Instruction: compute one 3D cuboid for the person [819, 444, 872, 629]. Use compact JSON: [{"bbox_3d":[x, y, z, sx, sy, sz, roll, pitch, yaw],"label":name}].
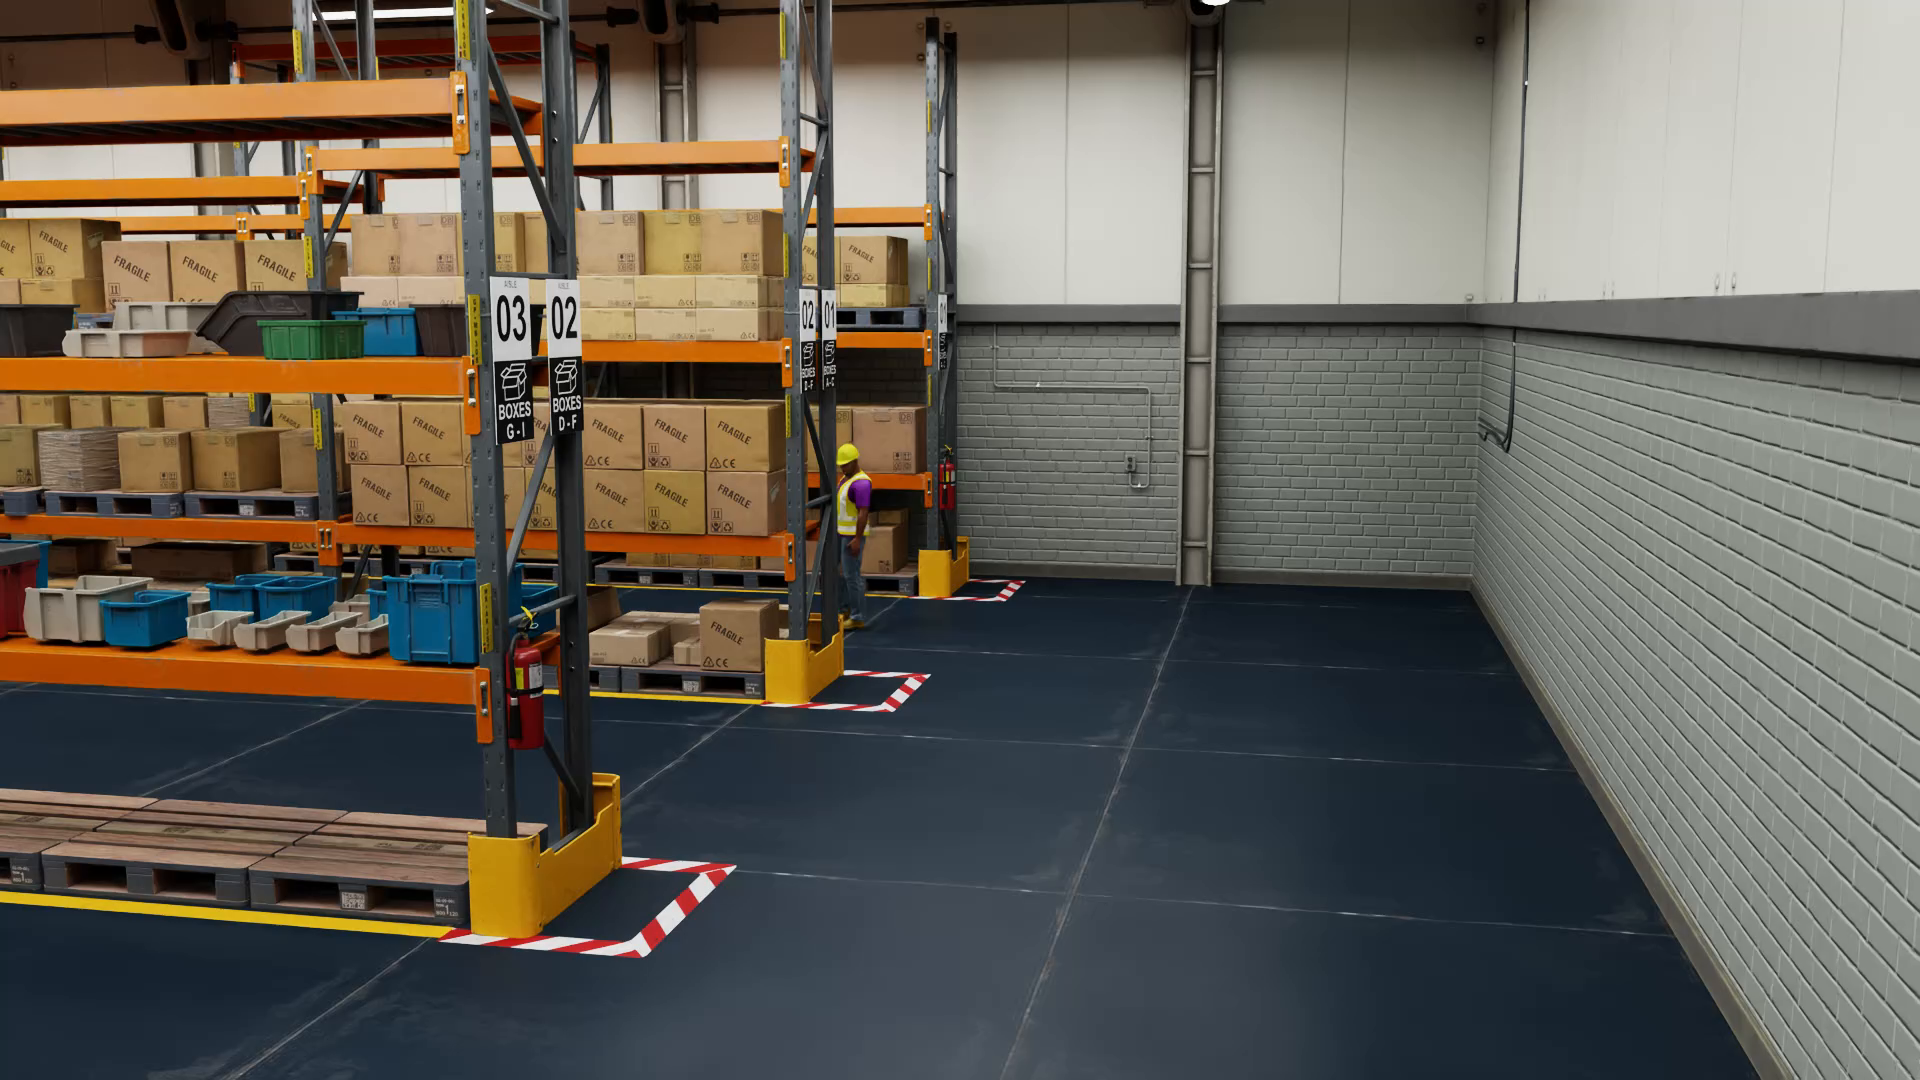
[{"bbox_3d":[-1.081,-0.010,15.822,0.438,1.820,0.610,-3,8,-21],"label":"person"}]
